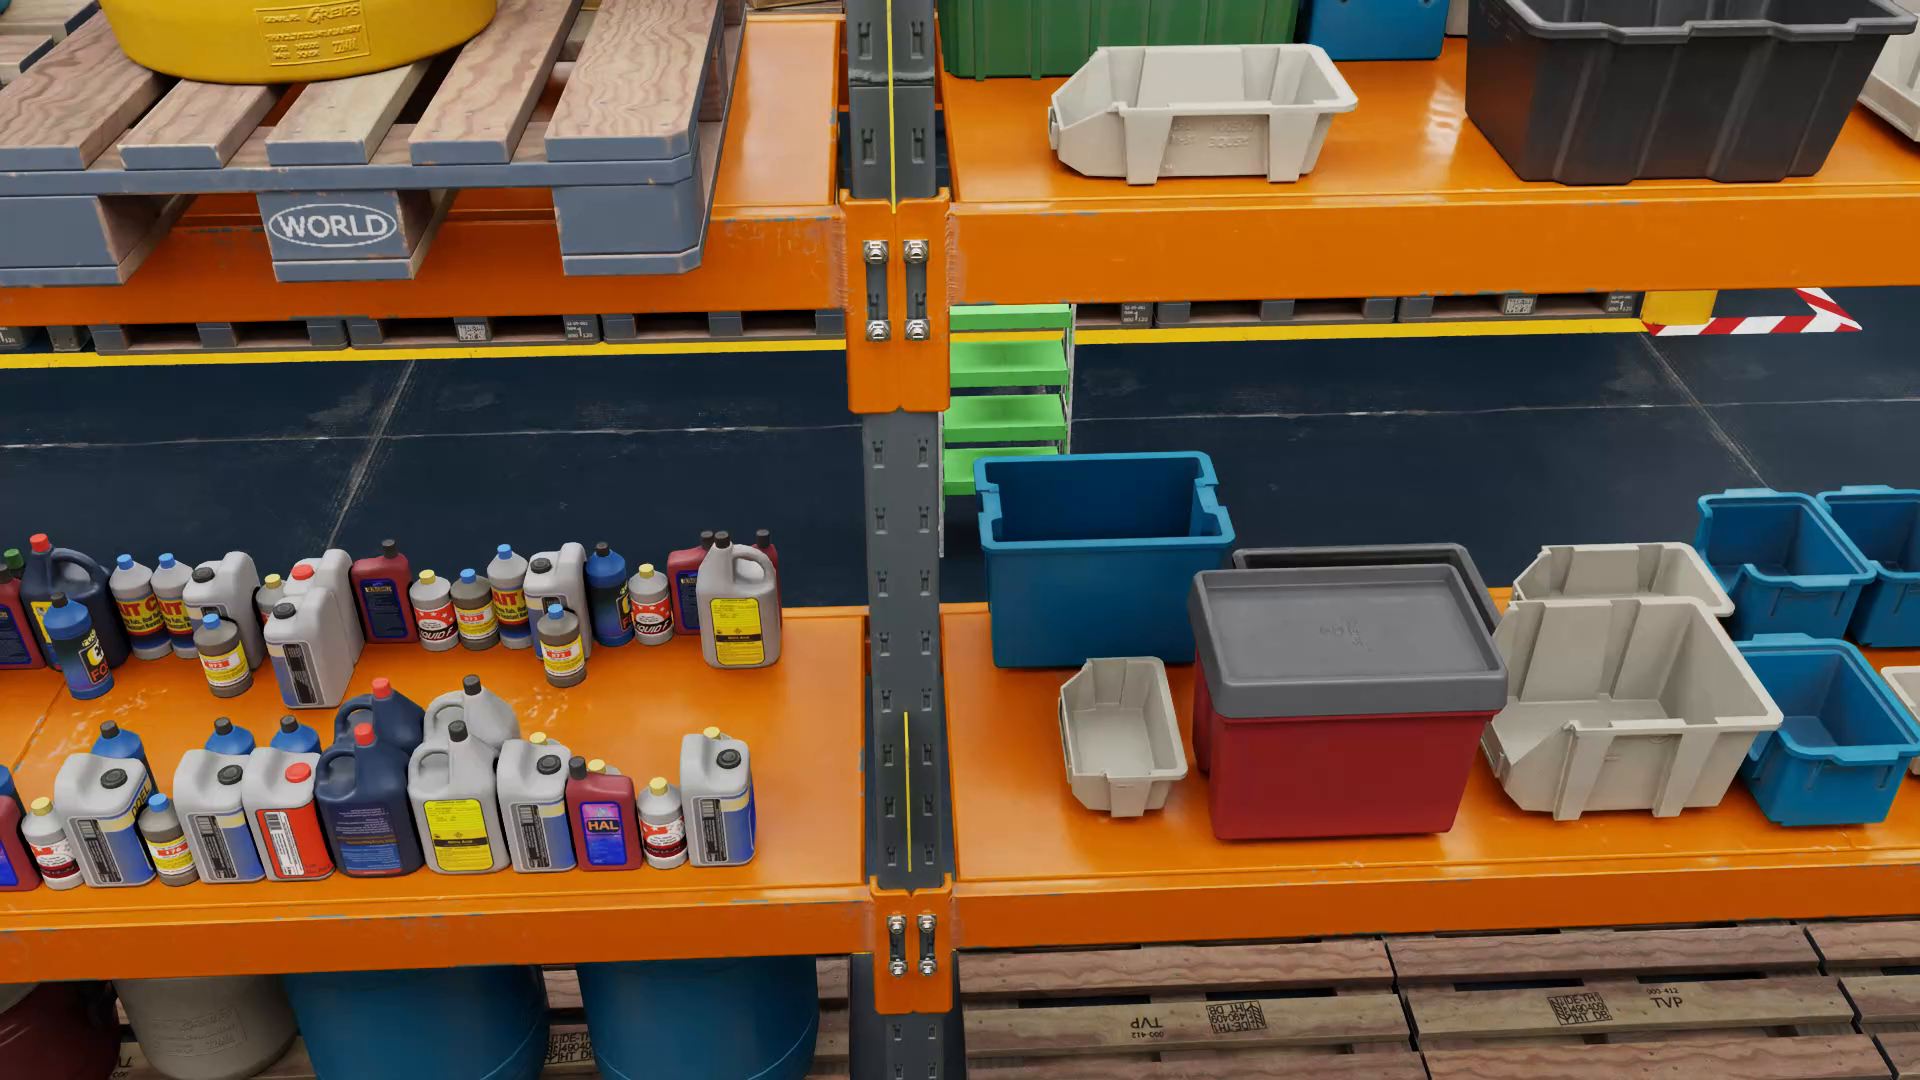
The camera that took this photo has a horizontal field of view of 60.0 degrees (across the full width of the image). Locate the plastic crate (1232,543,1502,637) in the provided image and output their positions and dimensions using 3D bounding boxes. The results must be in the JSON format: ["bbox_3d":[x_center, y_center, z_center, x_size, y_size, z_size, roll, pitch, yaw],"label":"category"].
[{"bbox_3d":[0.982,0.190,4.029,0.590,0.125,0.437,-2,35,-2],"label":"plastic crate"}]

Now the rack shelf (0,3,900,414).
[{"bbox_3d":[-2.121,-0.600,2.977,4.000,0.370,1.077,-2,35,-2],"label":"rack shelf"}]

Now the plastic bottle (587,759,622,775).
[{"bbox_3d":[-0.753,0.548,3.497,0.097,0.201,0.097,0,35,0],"label":"plastic bottle"}]

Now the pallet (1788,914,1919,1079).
[{"bbox_3d":[3.046,1.323,4.653,1.213,0.211,1.003,-2,35,-2],"label":"pallet"}]

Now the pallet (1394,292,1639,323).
[{"bbox_3d":[2.769,-1.469,8.687,1.213,0.211,1.003,-2,35,-2],"label":"pallet"}]

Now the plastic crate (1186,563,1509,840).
[{"bbox_3d":[0.780,0.352,3.497,0.583,0.464,0.402,-2,35,-2],"label":"plastic crate"}]

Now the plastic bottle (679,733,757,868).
[{"bbox_3d":[-0.502,0.529,3.458,0.135,0.276,0.152,-2,35,-2],"label":"plastic bottle"}]

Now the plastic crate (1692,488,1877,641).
[{"bbox_3d":[1.995,0.084,4.088,0.300,0.233,0.416,-2,35,-2],"label":"plastic crate"}]

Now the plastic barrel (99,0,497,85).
[{"bbox_3d":[-1.026,-1.059,2.475,0.600,0.588,0.600,0,35,0],"label":"plastic barrel"}]

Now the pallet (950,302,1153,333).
[{"bbox_3d":[0.332,-1.403,8.592,1.213,0.211,1.003,-2,35,-2],"label":"pallet"}]

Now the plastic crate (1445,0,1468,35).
[{"bbox_3d":[1.129,-1.092,3.287,0.466,0.136,0.293,-2,35,-2],"label":"plastic crate"}]

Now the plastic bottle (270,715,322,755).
[{"bbox_3d":[-1.395,0.484,3.527,0.097,0.271,0.097,0,35,0],"label":"plastic bottle"}]

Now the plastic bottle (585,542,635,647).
[{"bbox_3d":[-0.855,0.124,4.048,0.097,0.271,0.097,0,35,0],"label":"plastic bottle"}]

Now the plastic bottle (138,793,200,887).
[{"bbox_3d":[-1.620,0.606,3.413,0.097,0.201,0.097,0,35,0],"label":"plastic bottle"}]

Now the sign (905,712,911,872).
[{"bbox_3d":[-0.099,0.483,3.173,0.005,0.325,0.100,-2,35,-2],"label":"sign"}]

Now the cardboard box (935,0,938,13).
[{"bbox_3d":[0.133,-2.732,7.974,0.500,0.500,0.500,-1,35,-1],"label":"cardboard box"}]

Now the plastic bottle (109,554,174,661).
[{"bbox_3d":[-1.975,0.154,4.004,0.097,0.271,0.097,0,35,0],"label":"plastic bottle"}]

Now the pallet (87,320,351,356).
[{"bbox_3d":[-3.602,-1.276,8.408,1.213,0.211,1.003,-2,35,-2],"label":"pallet"}]

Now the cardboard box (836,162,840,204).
[{"bbox_3d":[-0.834,-1.508,8.104,0.500,0.500,0.500,-2,35,-2],"label":"cardboard box"}]

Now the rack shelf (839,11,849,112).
[{"bbox_3d":[-2.352,-2.182,7.899,4.000,0.370,1.077,-2,35,-2],"label":"rack shelf"}]

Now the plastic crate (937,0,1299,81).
[{"bbox_3d":[0.285,-1.045,3.175,0.662,0.188,0.450,-2,35,-2],"label":"plastic crate"}]

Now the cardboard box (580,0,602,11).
[{"bbox_3d":[-1.522,-2.805,7.711,0.500,0.500,0.700,4,35,5],"label":"cardboard box"}]

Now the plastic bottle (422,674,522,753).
[{"bbox_3d":[-1.033,0.433,3.531,0.185,0.351,0.144,-2,35,-2],"label":"plastic bottle"}]

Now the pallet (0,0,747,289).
[{"bbox_3d":[-0.902,-0.795,2.793,1.003,0.211,1.213,-2,35,-2],"label":"pallet"}]

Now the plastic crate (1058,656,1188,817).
[{"bbox_3d":[0.348,0.437,3.662,0.243,0.136,0.396,-2,35,-2],"label":"plastic crate"}]

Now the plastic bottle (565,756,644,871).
[{"bbox_3d":[-0.731,0.559,3.409,0.133,0.283,0.061,-2,35,-2],"label":"plastic bottle"}]

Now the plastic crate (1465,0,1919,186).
[{"bbox_3d":[1.130,-0.773,2.710,0.590,0.269,0.497,-2,35,-2],"label":"plastic crate"}]

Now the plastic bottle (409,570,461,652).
[{"bbox_3d":[-1.281,0.164,4.051,0.097,0.201,0.097,0,35,0],"label":"plastic bottle"}]

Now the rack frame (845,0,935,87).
[{"bbox_3d":[-0.124,-2.183,1.996,0.127,3.000,1.000,-2,35,-2],"label":"rack frame"}]

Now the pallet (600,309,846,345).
[{"bbox_3d":[-1.165,-1.342,8.503,1.213,0.211,1.003,-2,35,-2],"label":"pallet"}]

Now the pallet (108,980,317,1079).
[{"bbox_3d":[-2.118,1.462,4.451,1.213,0.211,1.003,-2,35,-2],"label":"pallet"}]

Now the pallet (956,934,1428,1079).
[{"bbox_3d":[0.609,1.389,4.558,1.213,0.211,1.003,-2,35,-2],"label":"pallet"}]

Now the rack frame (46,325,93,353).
[{"bbox_3d":[-4.350,-2.424,7.617,0.127,3.000,1.000,-2,35,-2],"label":"rack frame"}]

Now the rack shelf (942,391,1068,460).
[{"bbox_3d":[0.165,-0.445,6.451,0.480,0.148,0.258,-2,35,-2],"label":"rack shelf"}]

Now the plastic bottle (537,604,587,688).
[{"bbox_3d":[-0.945,0.242,3.939,0.097,0.201,0.097,0,35,0],"label":"plastic bottle"}]

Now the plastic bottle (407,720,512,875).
[{"bbox_3d":[-1.026,0.515,3.413,0.185,0.351,0.144,-2,35,-2],"label":"plastic bottle"}]

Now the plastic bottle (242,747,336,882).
[{"bbox_3d":[-1.371,0.553,3.424,0.135,0.276,0.152,-2,35,-2],"label":"plastic bottle"}]

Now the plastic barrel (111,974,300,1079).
[{"bbox_3d":[-1.943,1.123,4.309,0.421,0.512,0.421,0,35,0],"label":"plastic barrel"}]

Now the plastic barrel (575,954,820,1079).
[{"bbox_3d":[-0.668,0.979,4.174,0.708,0.901,0.600,-2,35,-2],"label":"plastic barrel"}]

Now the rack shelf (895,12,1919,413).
[{"bbox_3d":[1.874,-0.707,3.133,4.000,0.370,1.077,-2,35,-2],"label":"rack shelf"}]

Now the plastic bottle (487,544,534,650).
[{"bbox_3d":[-1.087,0.130,4.039,0.097,0.271,0.097,0,35,0],"label":"plastic bottle"}]

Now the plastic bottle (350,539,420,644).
[{"bbox_3d":[-1.397,0.123,4.038,0.133,0.283,0.061,-2,35,-2],"label":"plastic bottle"}]

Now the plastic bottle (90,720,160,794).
[{"bbox_3d":[-1.761,0.494,3.513,0.097,0.271,0.097,0,35,0],"label":"plastic bottle"}]

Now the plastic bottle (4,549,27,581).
[{"bbox_3d":[-2.276,0.147,4.004,0.133,0.283,0.061,-2,35,-2],"label":"plastic bottle"}]

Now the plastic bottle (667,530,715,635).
[{"bbox_3d":[-0.643,0.103,4.068,0.133,0.283,0.061,-2,35,-2],"label":"plastic bottle"}]

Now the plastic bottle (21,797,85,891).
[{"bbox_3d":[-1.851,0.612,3.404,0.097,0.201,0.097,0,35,0],"label":"plastic bottle"}]

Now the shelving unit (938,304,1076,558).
[{"bbox_3d":[0.165,-0.498,6.415,0.503,1.200,0.258,-2,35,-2],"label":"shelving unit"}]

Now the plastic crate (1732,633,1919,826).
[{"bbox_3d":[1.833,0.422,3.599,0.300,0.233,0.416,-2,35,-2],"label":"plastic crate"}]

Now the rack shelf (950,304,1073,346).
[{"bbox_3d":[0.165,-0.840,6.178,0.480,0.148,0.258,-2,35,-2],"label":"rack shelf"}]

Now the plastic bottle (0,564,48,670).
[{"bbox_3d":[-2.273,0.182,3.954,0.133,0.283,0.061,-2,35,-2],"label":"plastic bottle"}]

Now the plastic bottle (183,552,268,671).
[{"bbox_3d":[-1.761,0.162,3.989,0.135,0.276,0.152,-2,35,-2],"label":"plastic bottle"}]

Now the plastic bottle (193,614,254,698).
[{"bbox_3d":[-1.736,0.263,3.908,0.097,0.201,0.097,0,35,0],"label":"plastic bottle"}]

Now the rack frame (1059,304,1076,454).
[{"bbox_3d":[0.409,-0.504,6.424,0.015,1.200,0.240,-2,35,-2],"label":"rack frame"}]

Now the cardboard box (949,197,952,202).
[{"bbox_3d":[0.075,-1.495,8.251,0.500,0.311,0.500,-2,35,-2],"label":"cardboard box"}]
